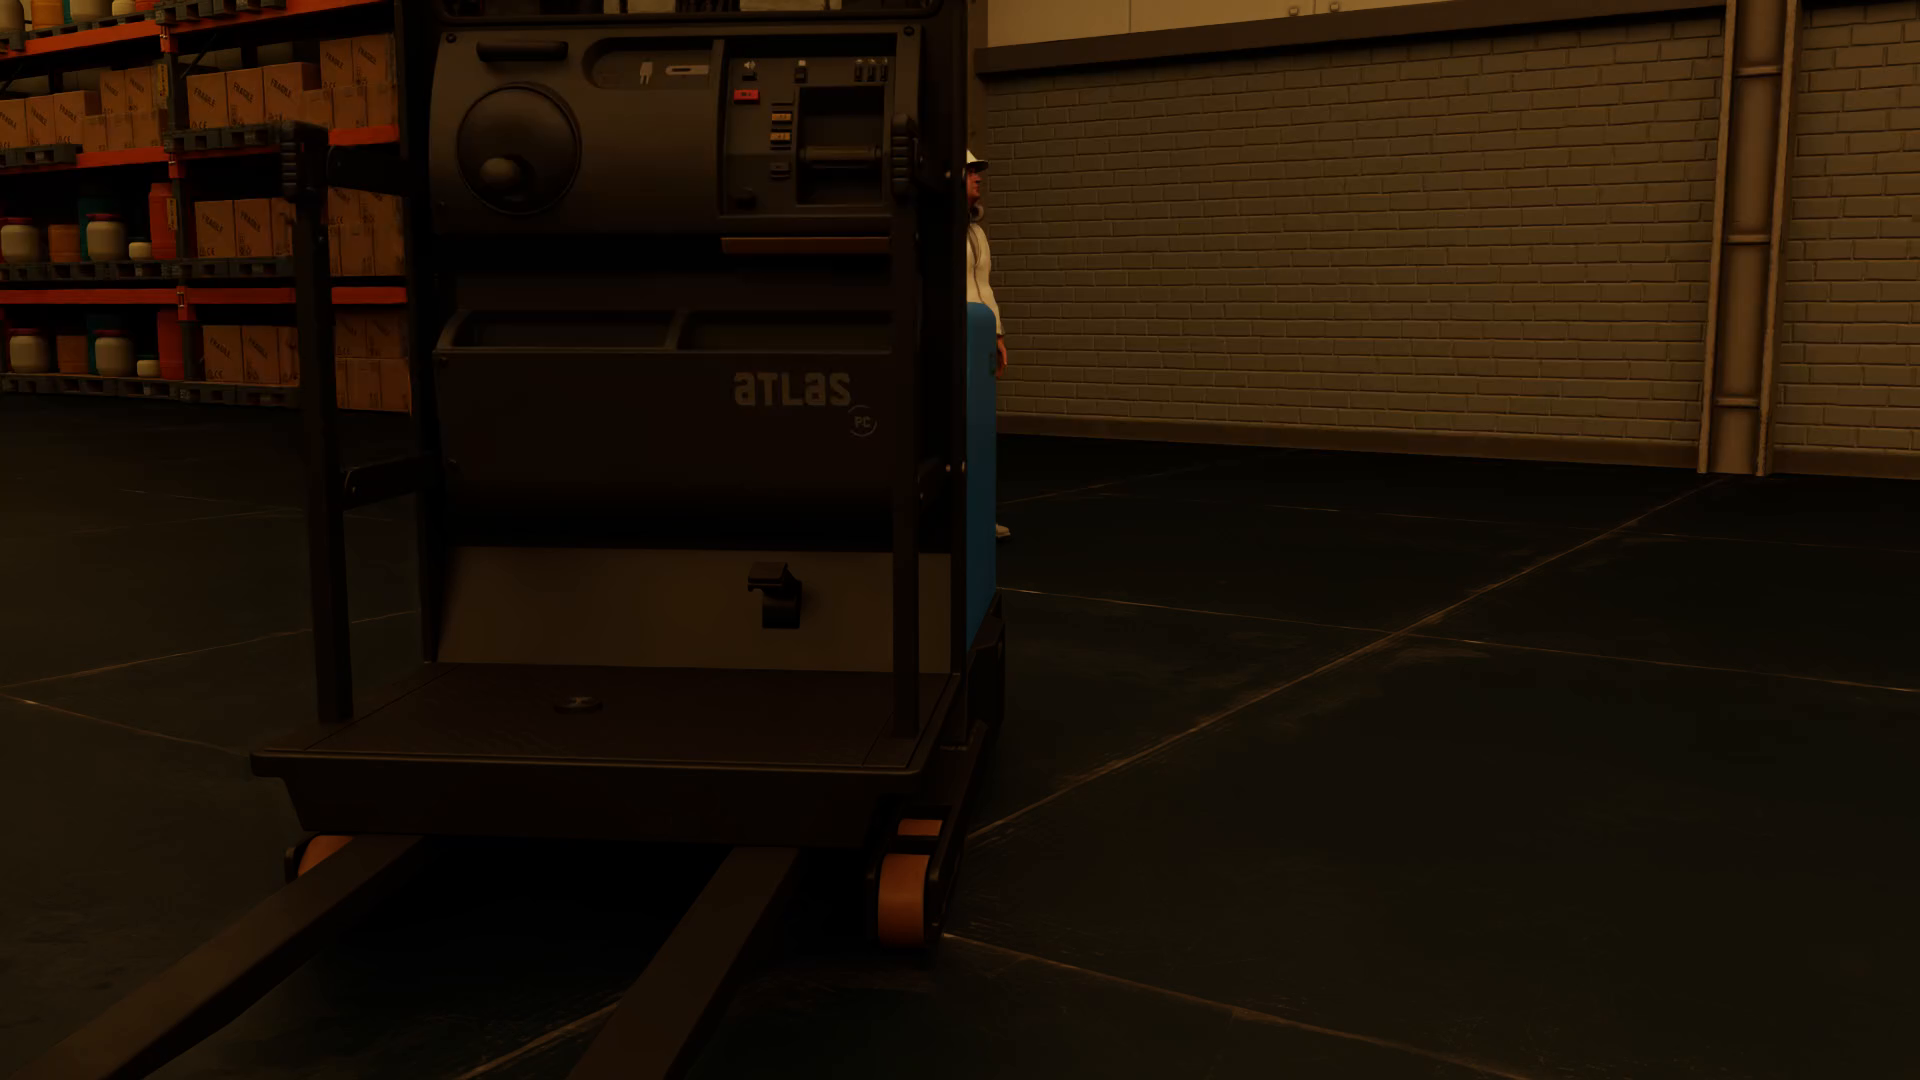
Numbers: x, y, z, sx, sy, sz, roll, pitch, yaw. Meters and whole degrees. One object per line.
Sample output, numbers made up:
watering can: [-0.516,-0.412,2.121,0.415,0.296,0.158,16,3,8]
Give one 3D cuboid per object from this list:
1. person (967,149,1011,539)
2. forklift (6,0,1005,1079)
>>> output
person: [0.047,-0.880,7.437,0.568,1.773,0.632,5,10,34]
forklift: [-0.555,-0.814,2.916,1.130,2.935,3.031,1,8,6]
